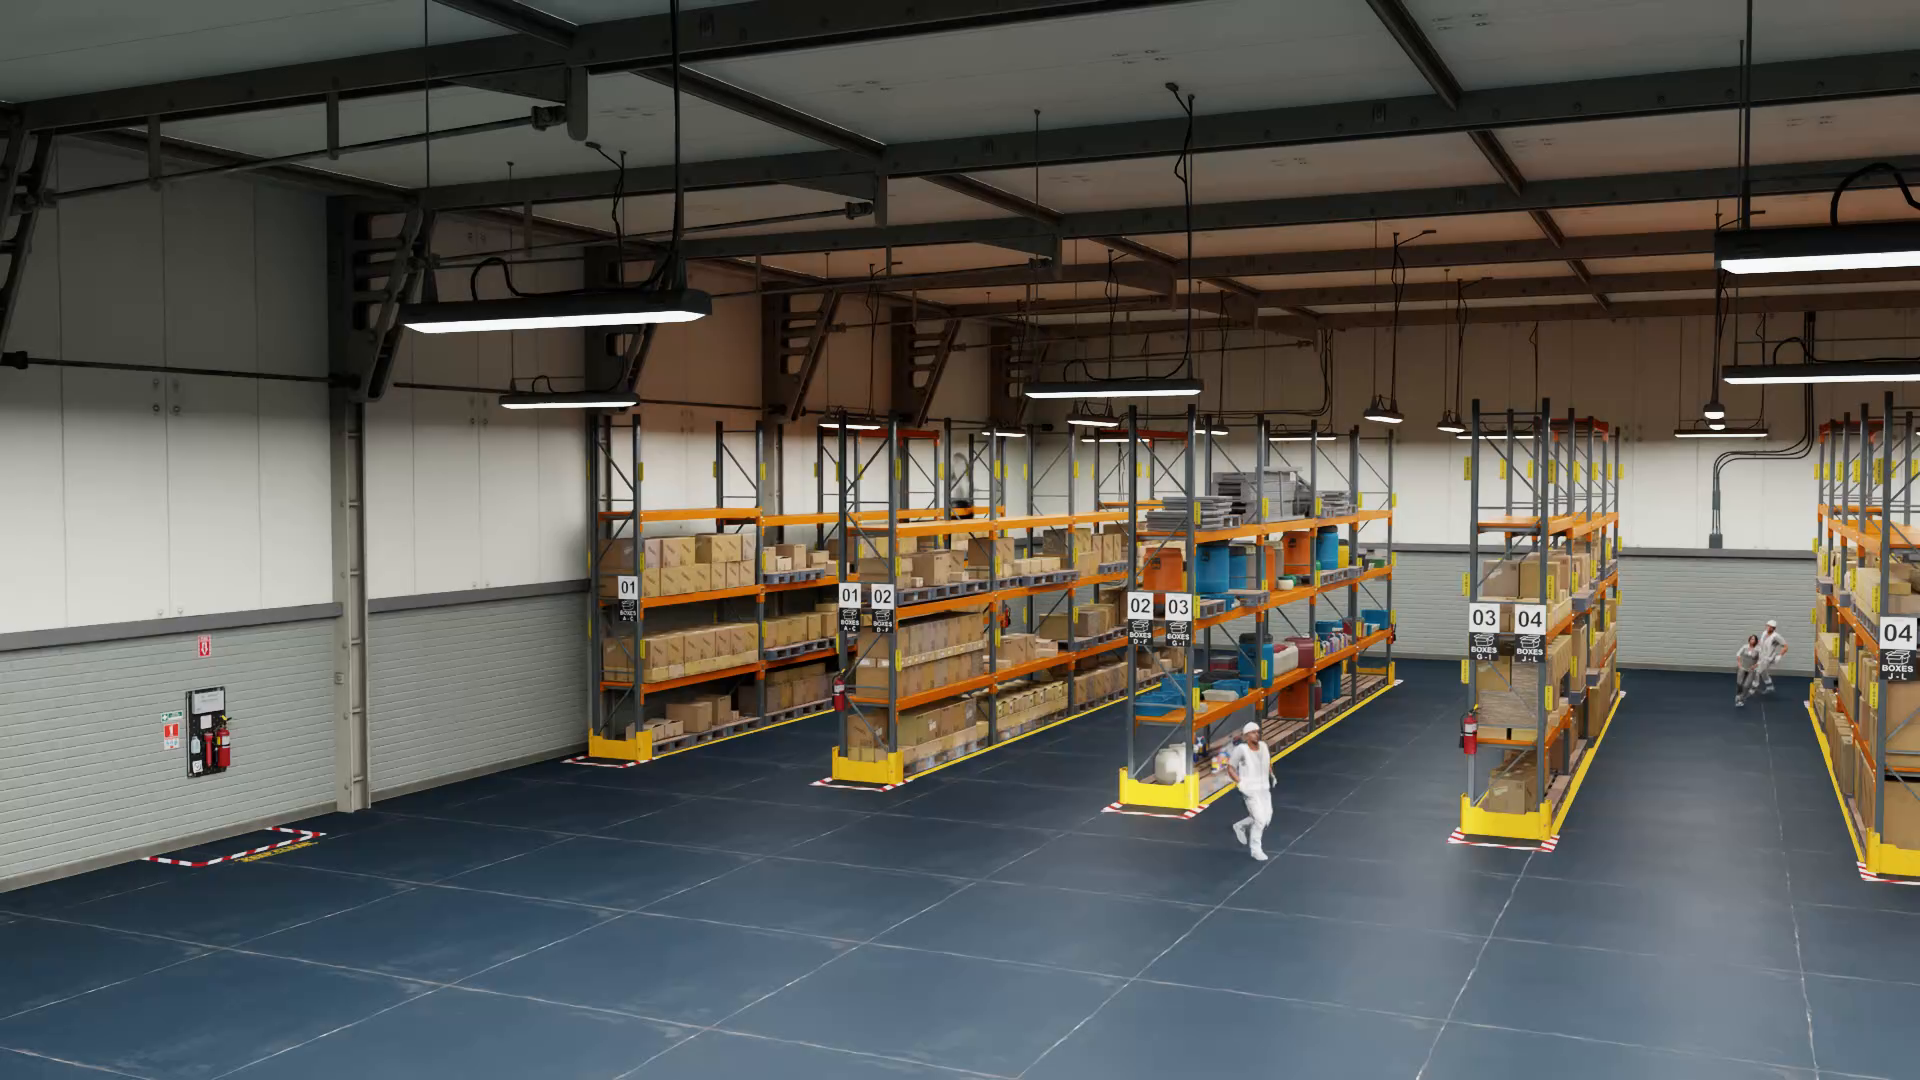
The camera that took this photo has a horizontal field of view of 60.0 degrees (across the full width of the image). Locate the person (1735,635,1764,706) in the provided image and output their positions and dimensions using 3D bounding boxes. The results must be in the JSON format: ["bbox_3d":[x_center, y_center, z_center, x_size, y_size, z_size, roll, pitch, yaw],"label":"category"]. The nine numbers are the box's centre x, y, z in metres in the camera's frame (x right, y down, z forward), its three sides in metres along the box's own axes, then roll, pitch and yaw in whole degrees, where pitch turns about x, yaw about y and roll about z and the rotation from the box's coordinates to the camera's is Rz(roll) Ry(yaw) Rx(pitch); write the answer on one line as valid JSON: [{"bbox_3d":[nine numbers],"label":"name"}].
[{"bbox_3d":[16.763,2.780,35.326,0.583,1.548,0.510,2,3,35],"label":"person"}]

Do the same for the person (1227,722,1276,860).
[{"bbox_3d":[3.793,3.243,21.646,0.675,1.758,0.664,-1,3,-31],"label":"person"}]

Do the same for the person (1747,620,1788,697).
[{"bbox_3d":[17.694,2.612,36.536,0.869,1.737,0.805,0,2,-11],"label":"person"}]
